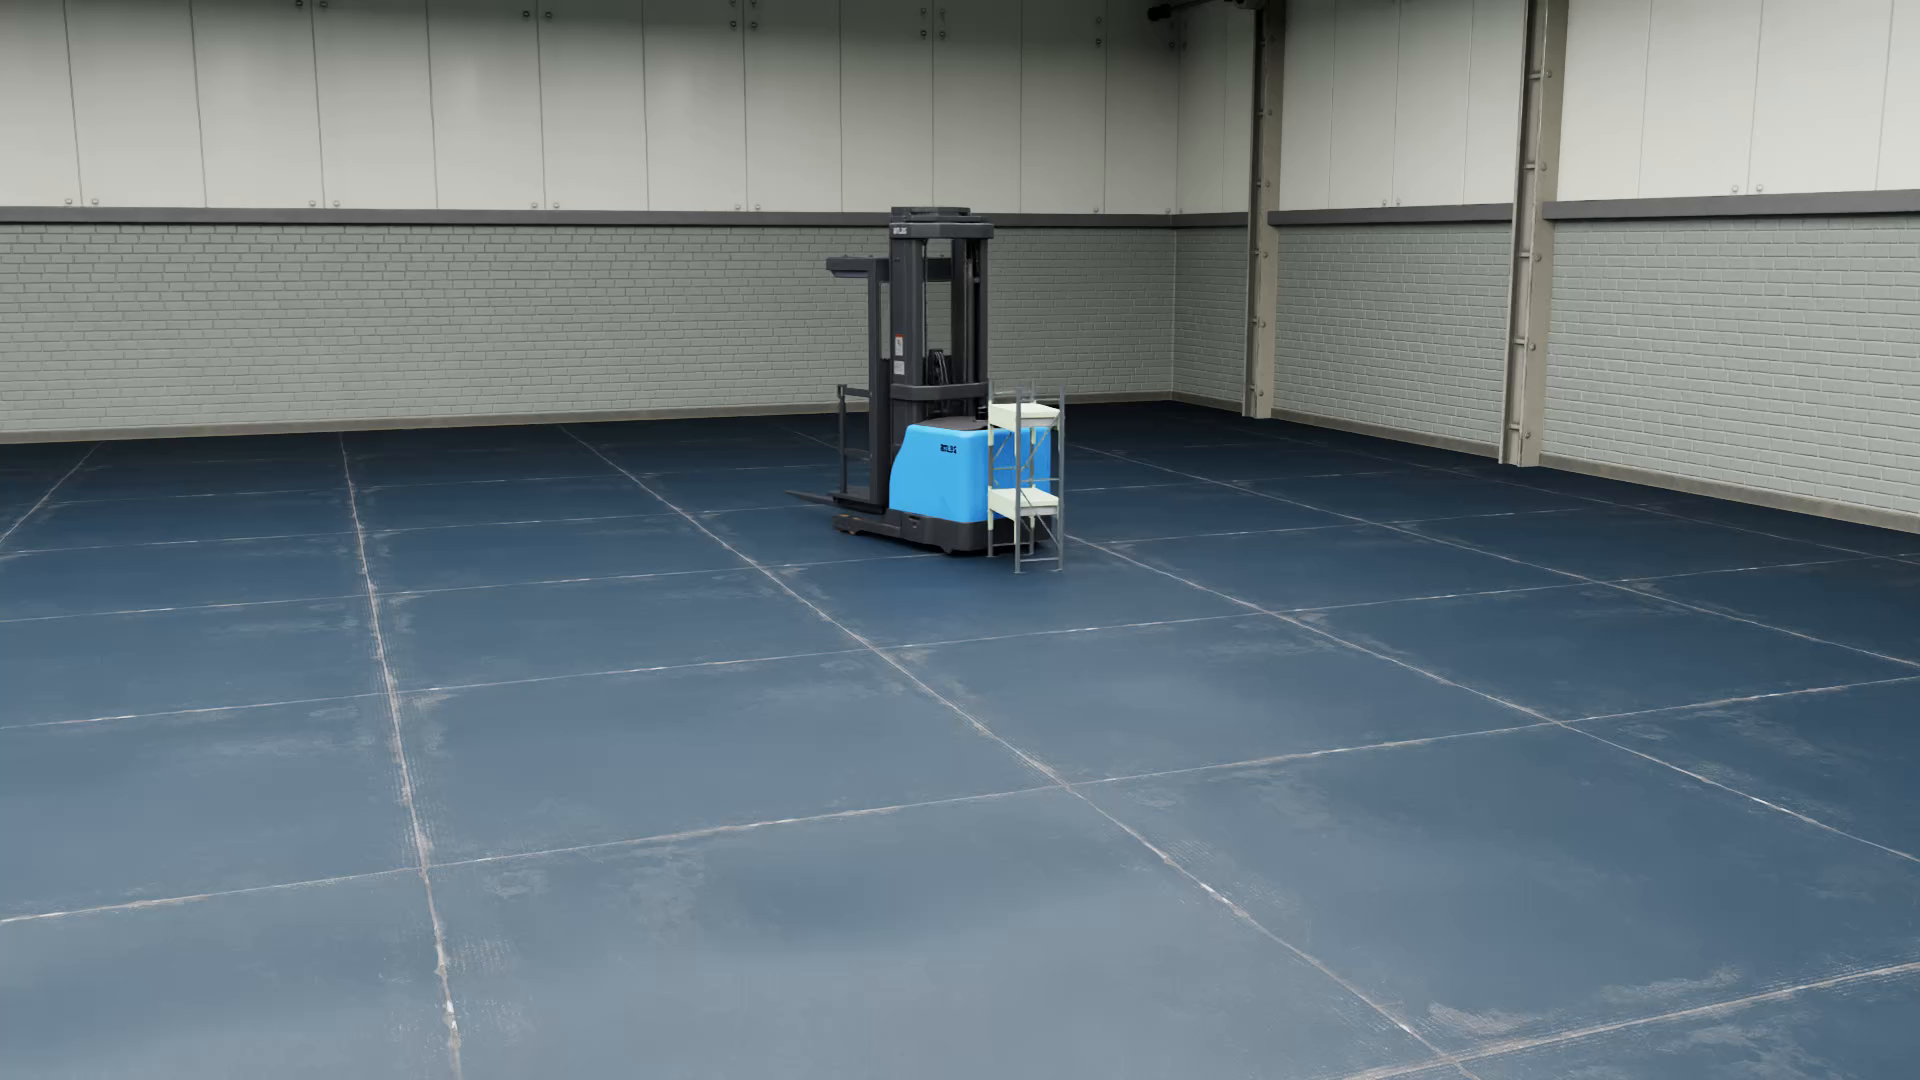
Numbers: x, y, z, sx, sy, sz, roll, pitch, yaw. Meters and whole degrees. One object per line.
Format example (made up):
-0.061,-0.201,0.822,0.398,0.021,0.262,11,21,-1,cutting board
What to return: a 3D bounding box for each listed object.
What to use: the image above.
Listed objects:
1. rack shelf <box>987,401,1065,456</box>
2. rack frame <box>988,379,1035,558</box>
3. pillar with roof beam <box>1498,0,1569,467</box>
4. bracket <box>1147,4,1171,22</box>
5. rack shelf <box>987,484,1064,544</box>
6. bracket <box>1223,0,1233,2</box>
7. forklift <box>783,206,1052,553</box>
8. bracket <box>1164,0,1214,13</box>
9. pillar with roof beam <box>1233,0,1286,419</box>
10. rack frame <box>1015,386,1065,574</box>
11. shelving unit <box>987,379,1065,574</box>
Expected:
0.537,-0.924,13.603,0.431,0.370,0.720,-3,11,-16,rack shelf
0.433,-0.601,14.017,0.400,1.500,0.023,-3,11,-16,rack frame
2.731,-5.069,17.721,9.100,9.000,0.400,-4,11,-21,pillar with roof beam
3.229,-8.526,26.876,0.235,0.232,0.430,-4,11,-21,bracket
0.537,-0.219,13.728,0.431,0.370,0.720,-3,11,-16,rack shelf
4.087,-8.139,24.701,0.235,0.232,0.430,-4,11,-21,bracket
-0.520,-1.536,15.187,1.130,2.935,3.031,-8,13,-39,forklift
3.443,-8.429,26.334,0.076,0.066,3.189,-4,11,-21,bracket
0.556,-6.048,23.227,9.100,9.000,0.548,-4,11,-21,pillar with roof beam
0.640,-0.478,13.326,0.400,1.500,0.023,-3,11,-16,rack frame
0.537,-0.540,13.671,0.431,1.500,0.755,-3,11,-16,shelving unit
